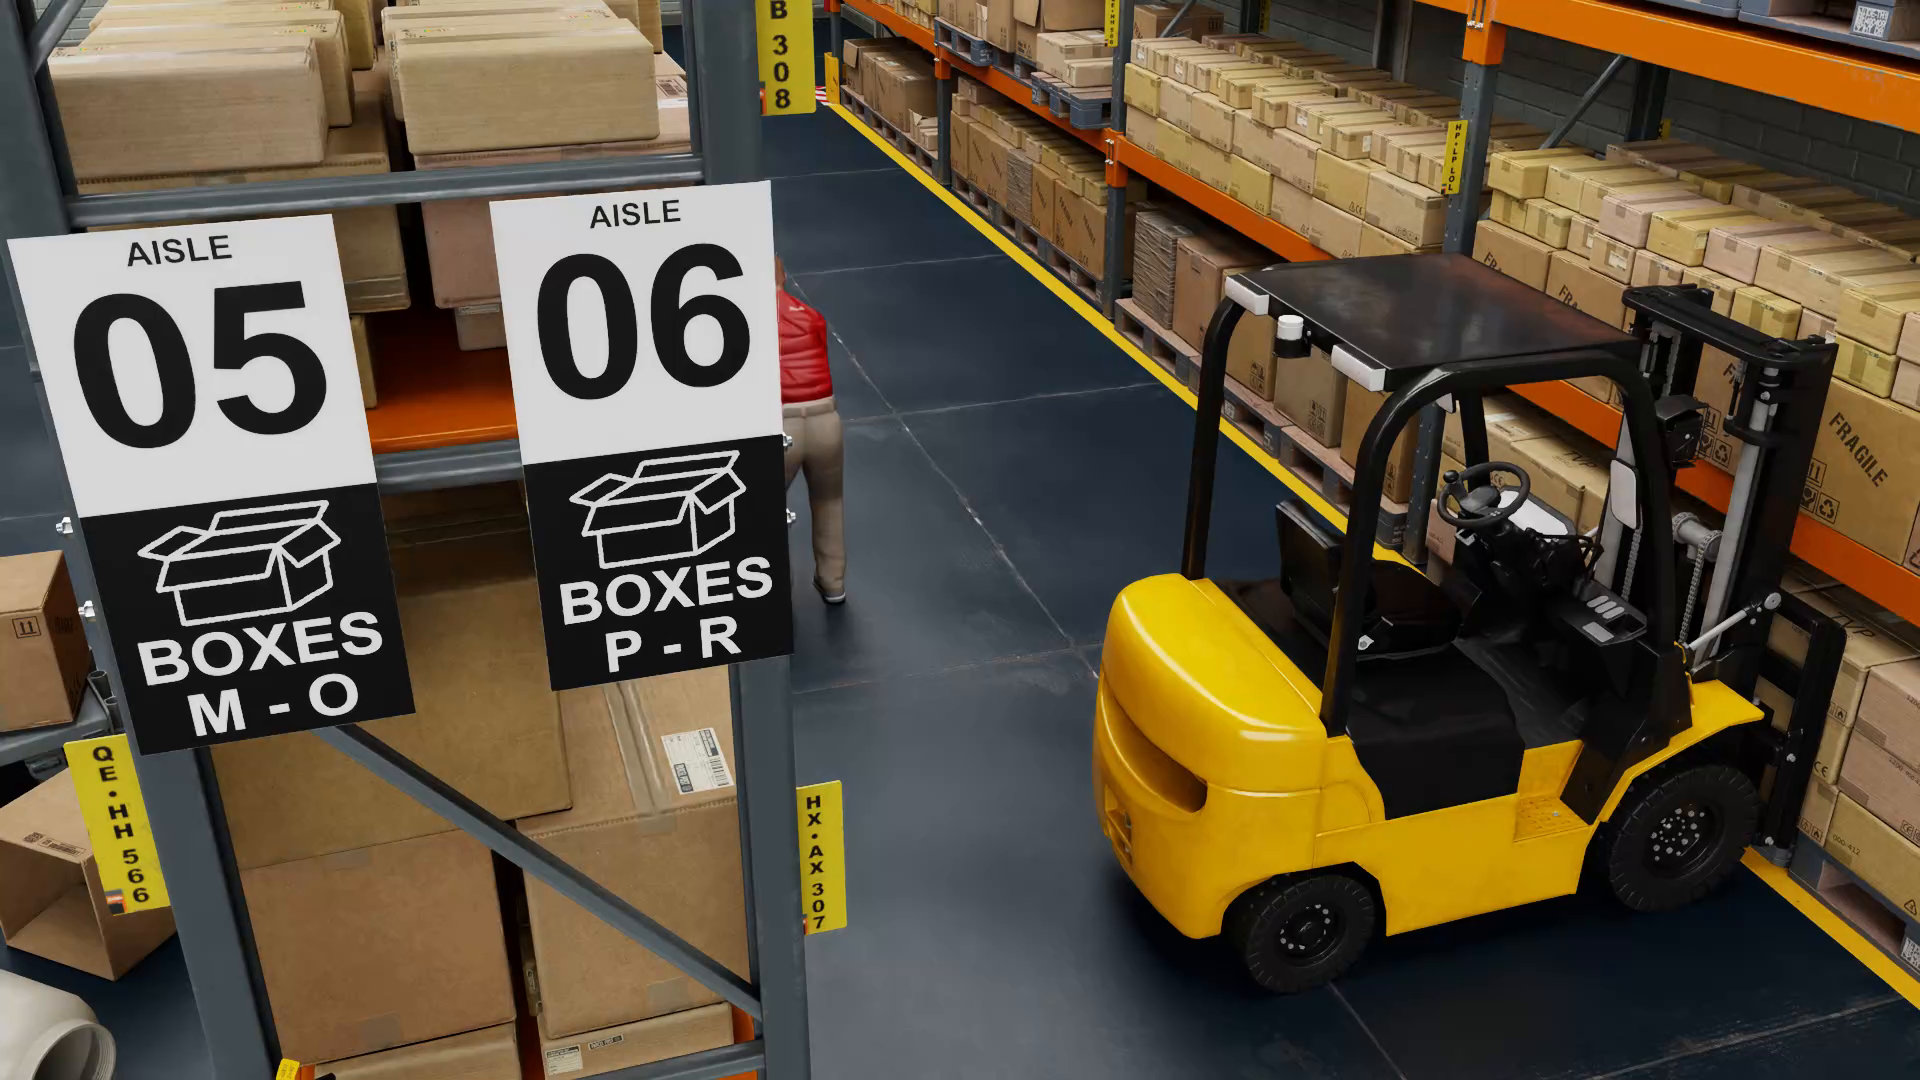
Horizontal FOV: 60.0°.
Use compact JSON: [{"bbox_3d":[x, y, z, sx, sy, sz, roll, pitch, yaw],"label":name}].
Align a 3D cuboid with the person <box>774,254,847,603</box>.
[{"bbox_3d":[-0.805,-0.492,7.763,0.483,1.623,0.623,-9,28,-18],"label":"person"}]
